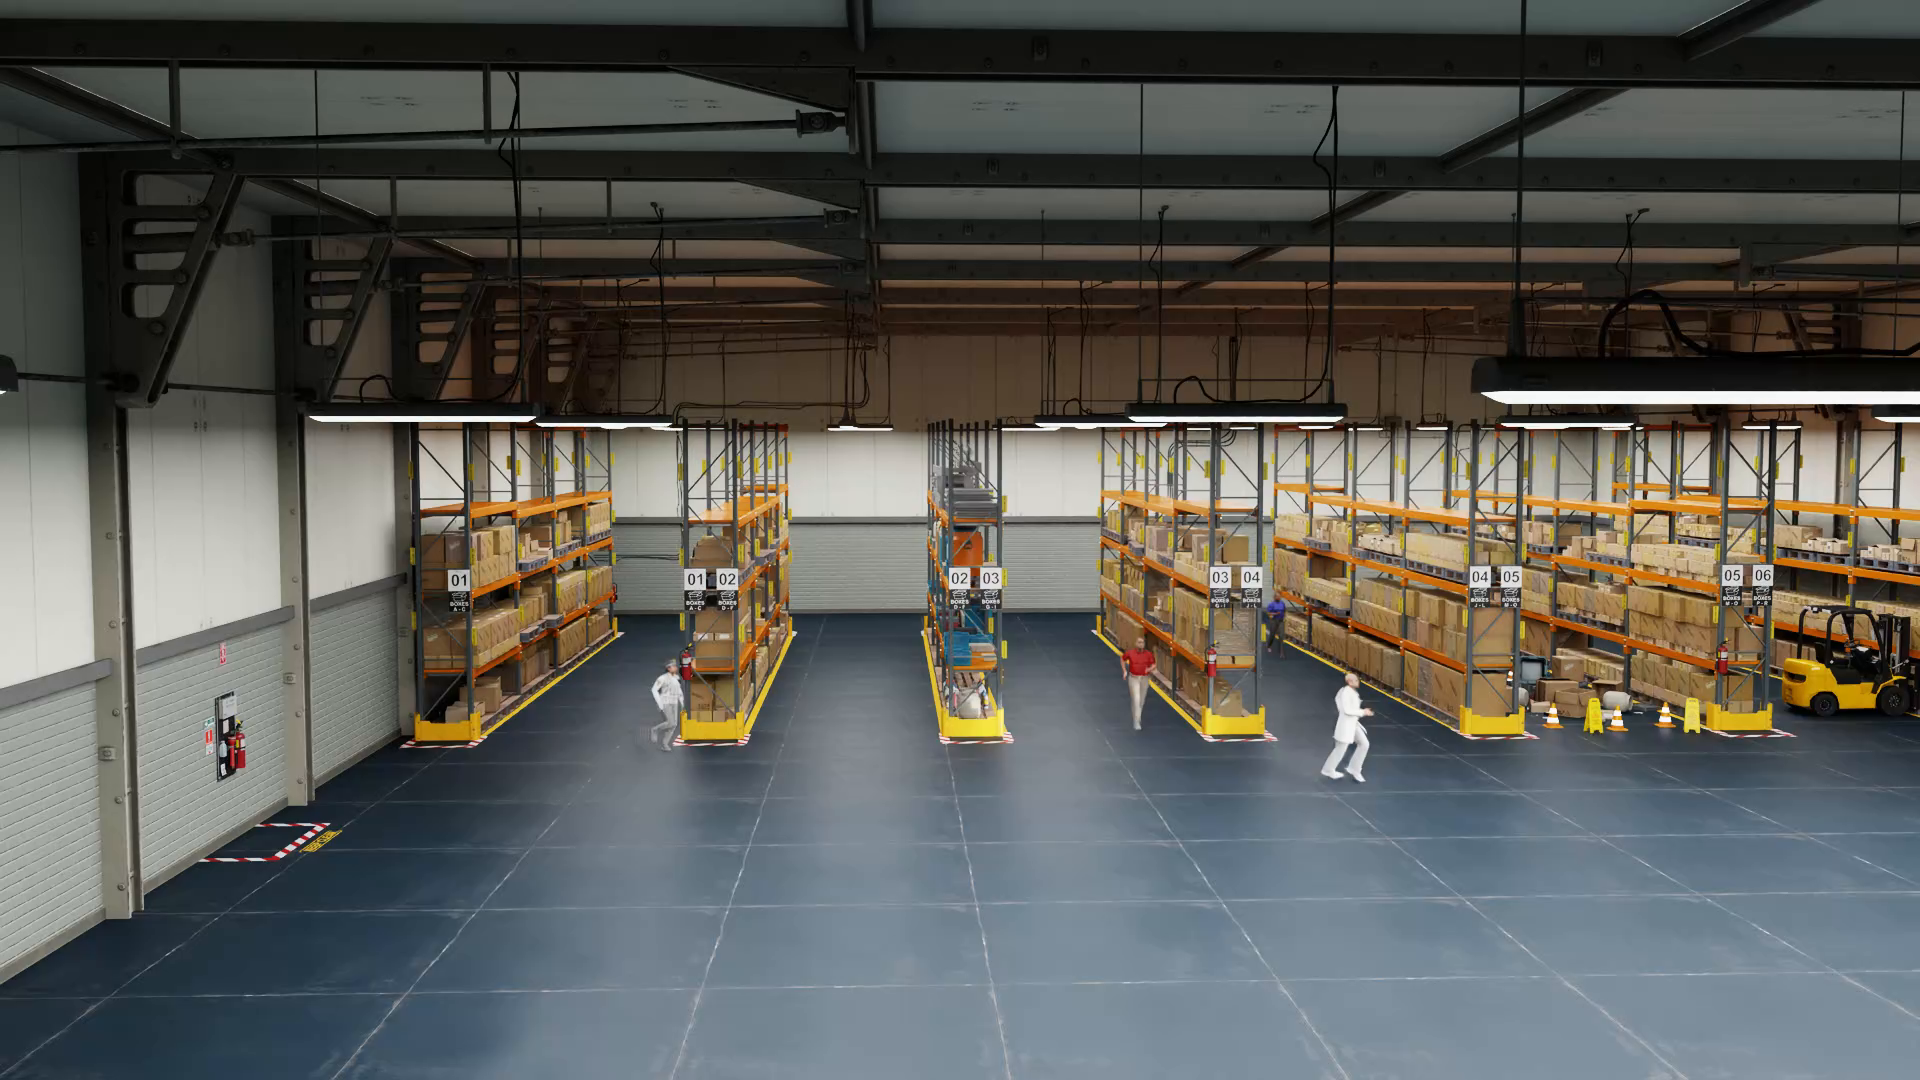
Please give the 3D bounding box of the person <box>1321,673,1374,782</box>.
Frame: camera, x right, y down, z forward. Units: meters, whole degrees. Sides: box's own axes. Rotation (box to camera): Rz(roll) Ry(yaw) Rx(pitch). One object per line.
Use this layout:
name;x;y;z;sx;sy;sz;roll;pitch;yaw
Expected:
person;6.385;3.092;27.335;0.874;1.819;0.647;2;4;30

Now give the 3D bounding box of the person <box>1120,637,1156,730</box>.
person;3.503;2.787;32.492;0.651;1.789;0.791;-1;4;-9

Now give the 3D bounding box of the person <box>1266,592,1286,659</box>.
person;8.091;2.154;42.516;0.587;1.665;0.885;-1;4;-8

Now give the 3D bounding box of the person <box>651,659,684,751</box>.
person;-5.275;2.975;30.235;0.521;1.622;0.651;3;5;39
